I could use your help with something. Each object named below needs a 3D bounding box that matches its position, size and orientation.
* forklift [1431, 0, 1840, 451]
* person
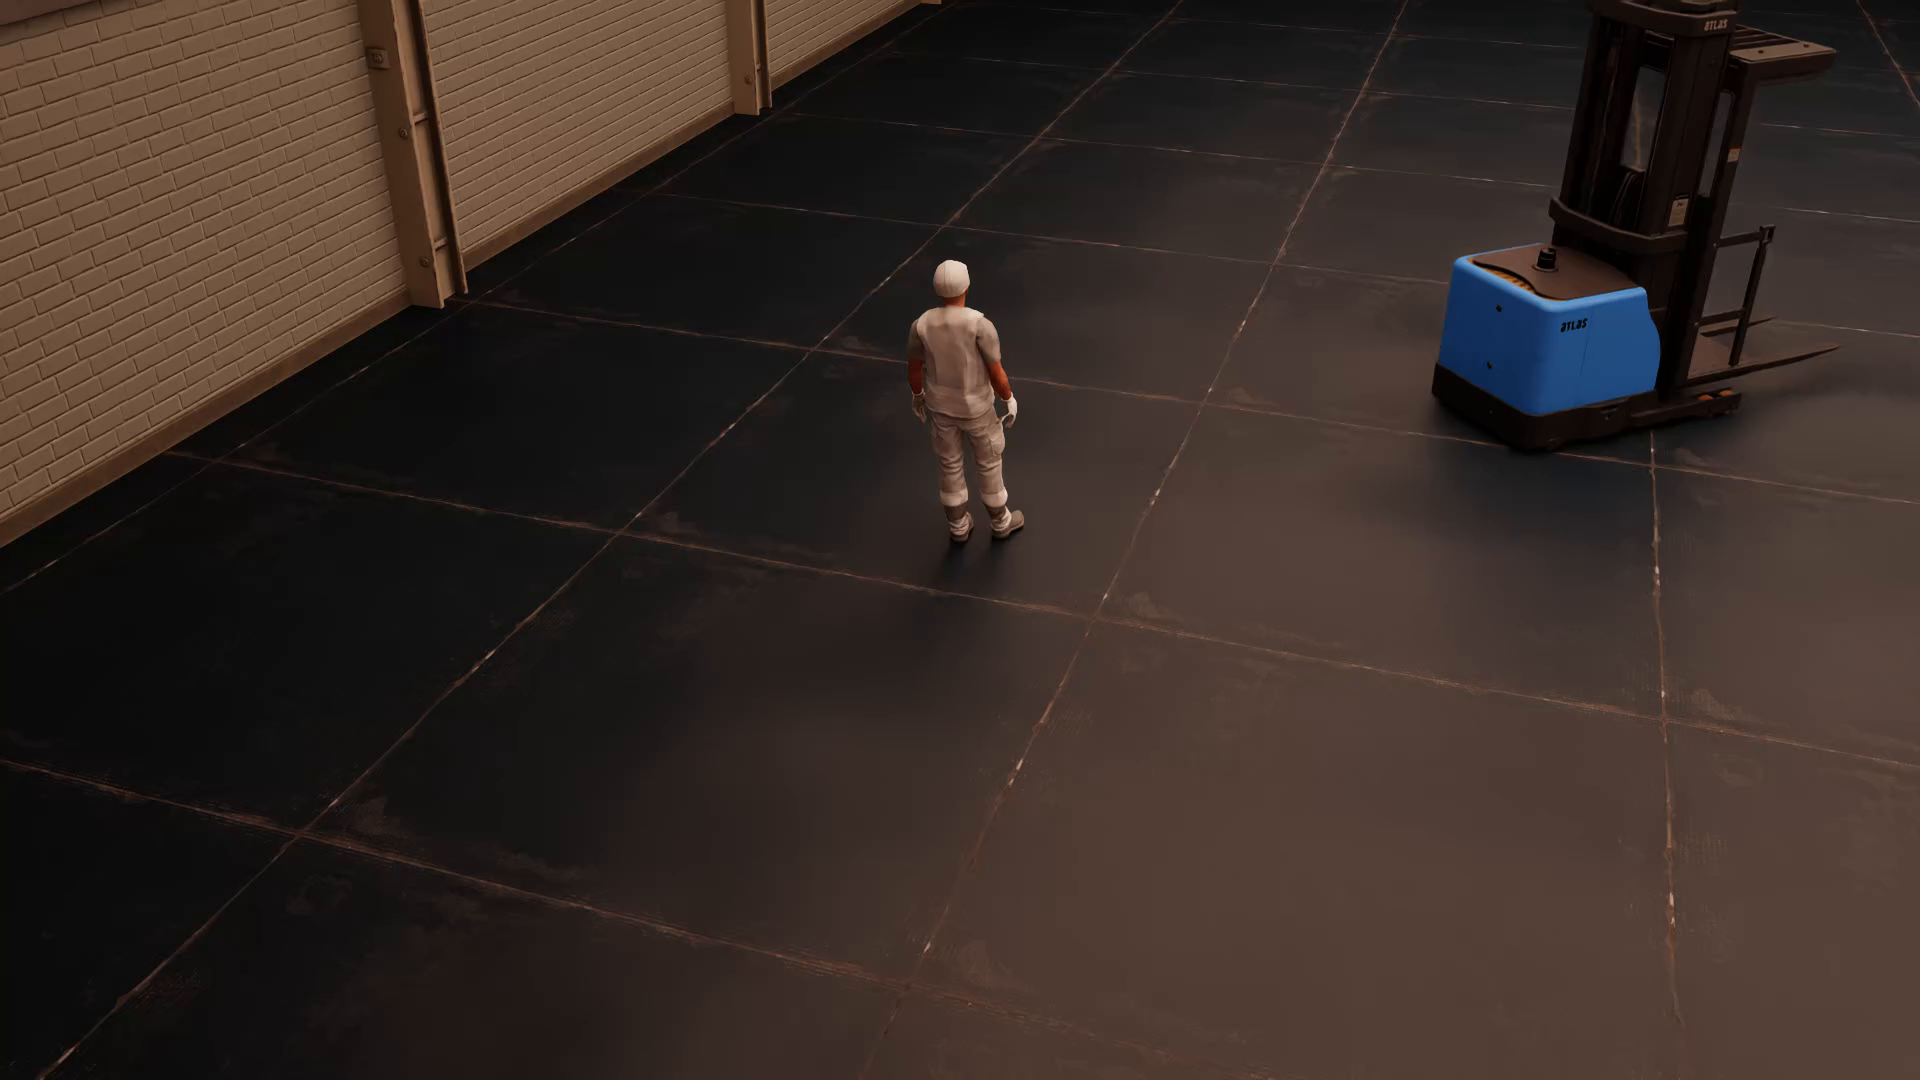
[{"bbox_3d":[4.902,-2.341,11.244,3.031,2.935,1.130,-12,32,-21],"label":"forklift"},{"bbox_3d":[0.038,-0.819,9.711,0.637,1.787,0.564,10,31,16],"label":"person"}]
